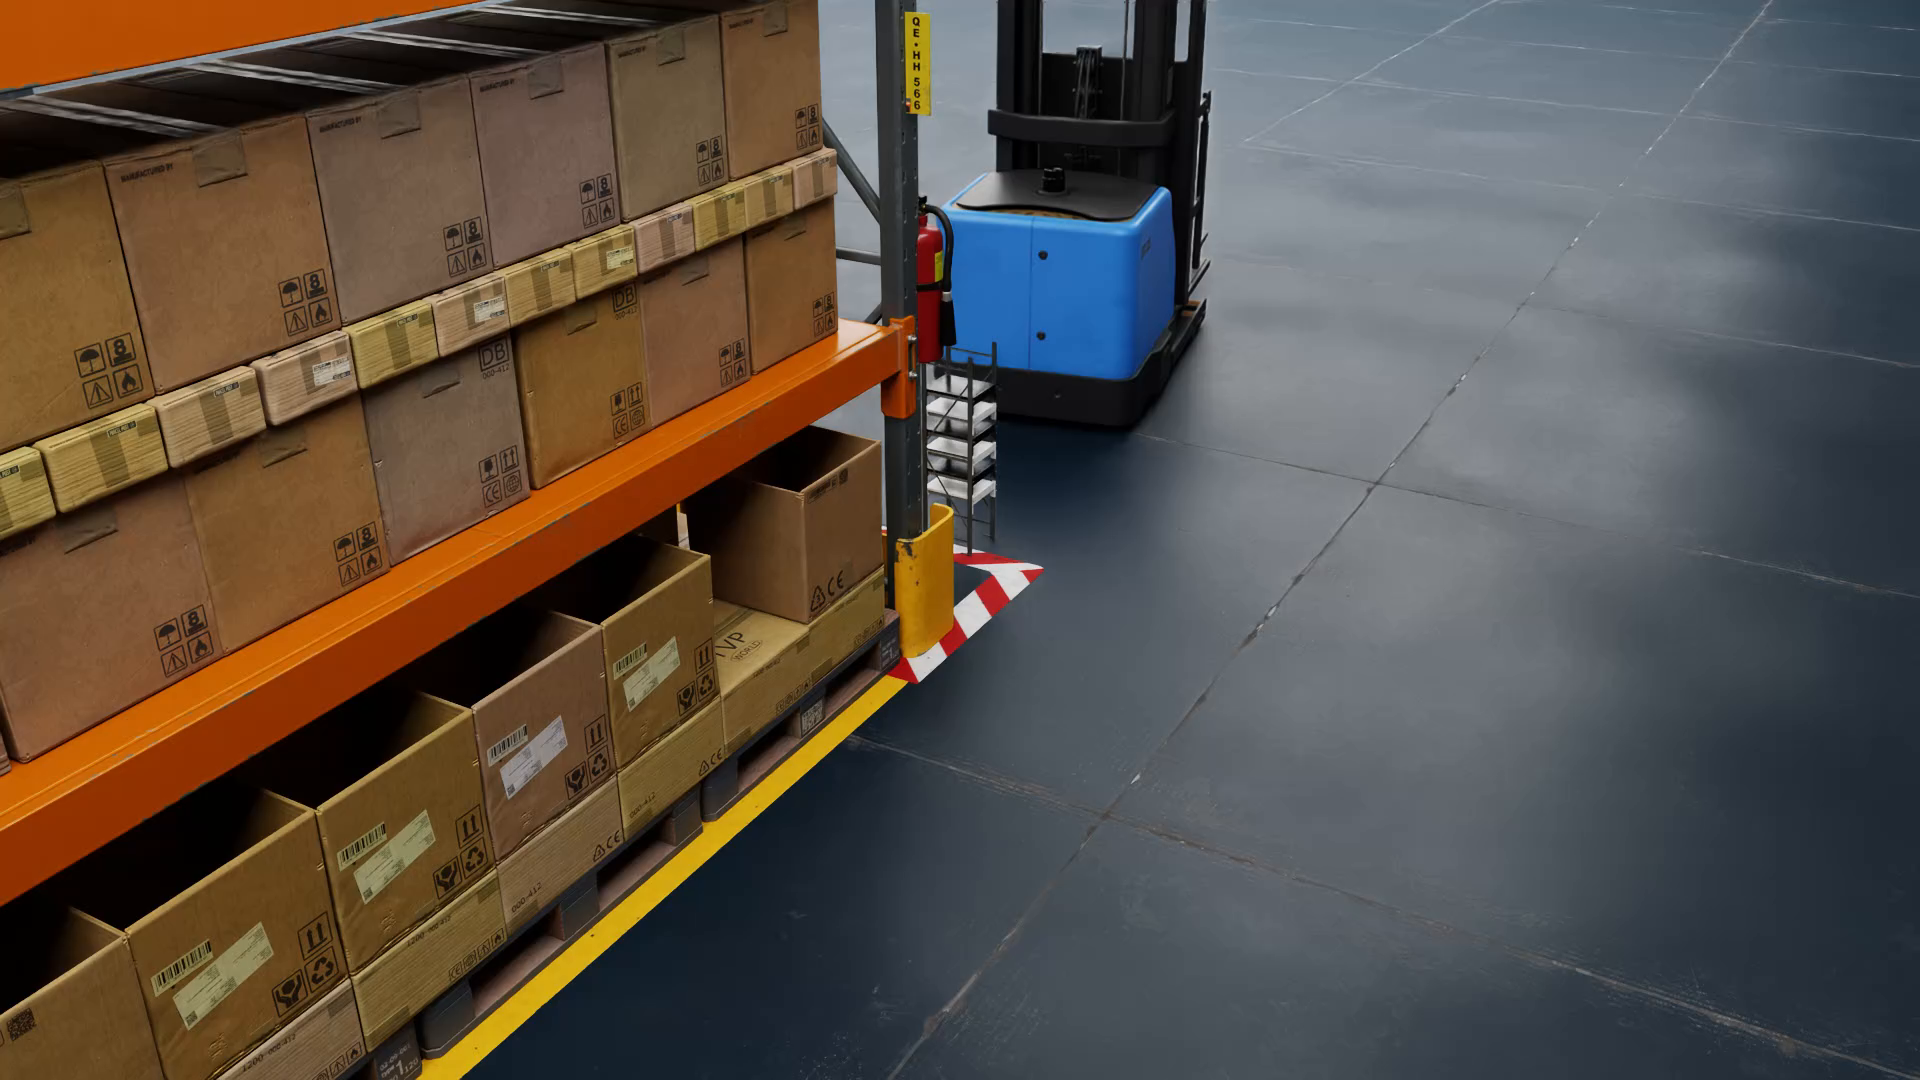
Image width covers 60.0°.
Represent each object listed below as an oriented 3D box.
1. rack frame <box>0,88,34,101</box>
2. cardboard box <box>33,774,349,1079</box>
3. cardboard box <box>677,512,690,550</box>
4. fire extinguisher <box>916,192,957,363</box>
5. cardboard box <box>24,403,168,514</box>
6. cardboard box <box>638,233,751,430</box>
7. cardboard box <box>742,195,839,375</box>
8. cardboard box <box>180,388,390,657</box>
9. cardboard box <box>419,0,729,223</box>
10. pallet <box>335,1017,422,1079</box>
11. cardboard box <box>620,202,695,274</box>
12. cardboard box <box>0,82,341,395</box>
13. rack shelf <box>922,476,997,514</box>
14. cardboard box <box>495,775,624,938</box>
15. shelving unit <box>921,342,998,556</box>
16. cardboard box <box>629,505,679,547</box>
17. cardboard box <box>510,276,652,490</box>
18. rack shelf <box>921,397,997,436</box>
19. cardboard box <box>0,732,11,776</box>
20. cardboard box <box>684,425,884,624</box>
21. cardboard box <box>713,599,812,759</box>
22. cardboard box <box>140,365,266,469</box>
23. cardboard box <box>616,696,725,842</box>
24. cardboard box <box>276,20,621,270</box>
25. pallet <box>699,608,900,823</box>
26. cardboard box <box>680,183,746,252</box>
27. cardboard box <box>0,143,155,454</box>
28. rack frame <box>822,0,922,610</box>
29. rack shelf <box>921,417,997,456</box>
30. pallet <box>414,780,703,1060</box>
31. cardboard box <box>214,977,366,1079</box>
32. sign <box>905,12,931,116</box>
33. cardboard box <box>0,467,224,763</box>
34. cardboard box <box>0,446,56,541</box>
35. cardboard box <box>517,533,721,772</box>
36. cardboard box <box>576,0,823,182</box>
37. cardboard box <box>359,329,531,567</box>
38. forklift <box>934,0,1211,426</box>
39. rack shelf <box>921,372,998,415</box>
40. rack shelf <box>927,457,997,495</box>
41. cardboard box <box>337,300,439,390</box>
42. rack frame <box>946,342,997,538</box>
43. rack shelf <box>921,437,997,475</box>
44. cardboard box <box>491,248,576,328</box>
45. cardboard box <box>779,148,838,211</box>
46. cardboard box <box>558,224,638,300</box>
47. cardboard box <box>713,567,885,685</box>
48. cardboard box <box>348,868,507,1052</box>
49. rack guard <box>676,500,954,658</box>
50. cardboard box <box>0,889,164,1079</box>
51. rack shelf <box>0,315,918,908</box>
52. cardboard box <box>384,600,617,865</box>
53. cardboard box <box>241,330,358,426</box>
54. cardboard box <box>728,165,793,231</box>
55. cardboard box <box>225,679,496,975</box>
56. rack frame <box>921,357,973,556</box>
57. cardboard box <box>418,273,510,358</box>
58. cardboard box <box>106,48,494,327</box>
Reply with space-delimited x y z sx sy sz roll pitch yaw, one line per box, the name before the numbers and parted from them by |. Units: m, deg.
rack frame | -4.917 -2.158 8.210 1.000 3.000 0.127 14 30 26
cardboard box | -1.834 0.891 3.884 0.500 0.500 0.500 14 30 26
cardboard box | -1.064 0.136 6.230 0.500 0.250 0.500 14 30 26
fire extinguisher | -0.144 -0.975 5.933 0.296 0.674 0.183 14 30 26
cardboard box | -1.897 -0.205 3.472 0.380 0.149 0.250 14 30 26
cardboard box | -1.101 -0.726 5.237 0.700 0.500 0.500 15 30 27
cardboard box | -0.847 -0.931 5.648 0.700 0.500 0.500 14 30 26
cardboard box | -1.857 -0.128 4.042 0.700 0.500 0.500 15 30 27
cardboard box | -1.127 -1.285 4.904 0.700 0.500 0.500 13 30 25
pallet | -2.146 1.439 4.139 1.003 0.211 1.213 14 30 26
cardboard box | -1.007 -0.910 4.881 0.380 0.149 0.250 15 30 27
cardboard box | -1.867 -0.698 3.733 0.700 0.500 0.500 14 30 26
rack shelf | -0.004 -0.209 7.138 0.258 0.077 0.200 14 30 26
cardboard box | -1.340 0.837 4.829 0.500 0.250 0.500 14 30 26
shelving unit | -0.004 -0.399 7.042 0.258 0.900 0.210 14 30 26
cardboard box | -1.308 -0.004 5.672 0.500 0.500 0.500 14 30 26
cardboard box | -1.351 -0.533 4.853 0.700 0.500 0.500 14 30 26
rack shelf | -0.004 -0.531 6.977 0.258 0.077 0.200 14 30 26
cardboard box | -2.361 0.274 3.240 0.700 0.500 0.500 13 30 25
cardboard box | -0.611 -0.085 5.833 0.500 0.500 0.500 14 30 26
cardboard box | -0.849 0.448 5.607 0.500 0.250 0.500 14 30 26
cardboard box | -1.772 -0.302 3.666 0.380 0.149 0.250 13 29 24
cardboard box | -1.093 0.643 5.217 0.500 0.250 0.500 14 30 26
cardboard box | -1.375 -1.088 4.512 0.700 0.500 0.500 14 30 26
pallet | -0.946 0.488 6.038 1.003 0.211 1.213 14 30 26
cardboard box | -0.882 -1.008 5.076 0.380 0.149 0.250 14 30 25
cardboard box | -2.114 -0.503 3.343 0.700 0.500 0.500 14 30 26
rack frame | -0.606 -1.066 6.028 1.000 3.000 0.127 14 30 26
rack shelf | -0.004 -0.450 7.017 0.258 0.077 0.200 14 30 26
pallet | -1.547 0.962 5.092 1.003 0.211 1.213 14 30 26
cardboard box | -1.832 1.227 4.050 0.500 0.250 0.500 14 30 26
sign | -0.141 -1.565 5.466 0.100 0.325 0.005 14 30 26
cardboard box | -2.108 0.067 3.653 0.700 0.500 0.500 14 30 26
cardboard box | -2.024 -0.103 3.268 0.380 0.149 0.250 13 30 25
cardboard box | -1.090 0.308 5.048 0.500 0.500 0.500 14 30 26
cardboard box | -0.873 -1.491 5.316 0.700 0.500 0.500 14 30 26
cardboard box | -1.606 -0.327 4.441 0.700 0.500 0.500 15 30 28
forklift | 0.806 -2.513 8.995 1.130 2.935 3.031 8 28 16
rack shelf | -0.004 -0.611 6.937 0.258 0.077 0.200 14 30 26
rack shelf | -0.004 -0.289 7.098 0.258 0.077 0.200 14 30 26
cardboard box | -1.514 -0.508 4.078 0.380 0.149 0.250 14 30 26
rack frame | 0.046 -0.439 7.122 0.240 0.900 0.006 14 30 26
rack shelf | -0.004 -0.370 7.057 0.258 0.077 0.200 14 30 26
cardboard box | -1.264 -0.705 4.470 0.380 0.149 0.250 15 30 27
cardboard box | -0.628 -1.210 5.479 0.380 0.149 0.250 14 30 25
cardboard box | -1.136 -0.808 4.676 0.380 0.149 0.250 15 30 28
cardboard box | -0.613 0.250 6.002 0.500 0.250 0.500 14 30 26
cardboard box | -1.581 1.033 4.437 0.500 0.250 0.500 14 30 26
rack guard | -0.595 0.043 6.606 1.175 0.500 0.348 14 30 26
cardboard box | -2.073 1.088 3.491 0.500 0.500 0.500 14 30 26
rack shelf | -1.590 0.035 4.632 1.077 0.370 4.000 14 30 26
cardboard box | -1.337 0.503 4.660 0.500 0.500 0.500 14 30 26
cardboard box | -1.643 -0.407 3.875 0.380 0.149 0.250 13 30 25
cardboard box | -0.756 -1.107 5.275 0.380 0.149 0.250 15 30 27
cardboard box | -1.582 0.698 4.269 0.500 0.500 0.500 14 30 26
rack frame | -0.054 -0.360 6.963 0.240 0.900 0.006 14 30 26
cardboard box | -1.390 -0.605 4.271 0.380 0.149 0.250 14 30 25
cardboard box | -1.621 -0.893 4.122 0.700 0.500 0.500 14 30 26
